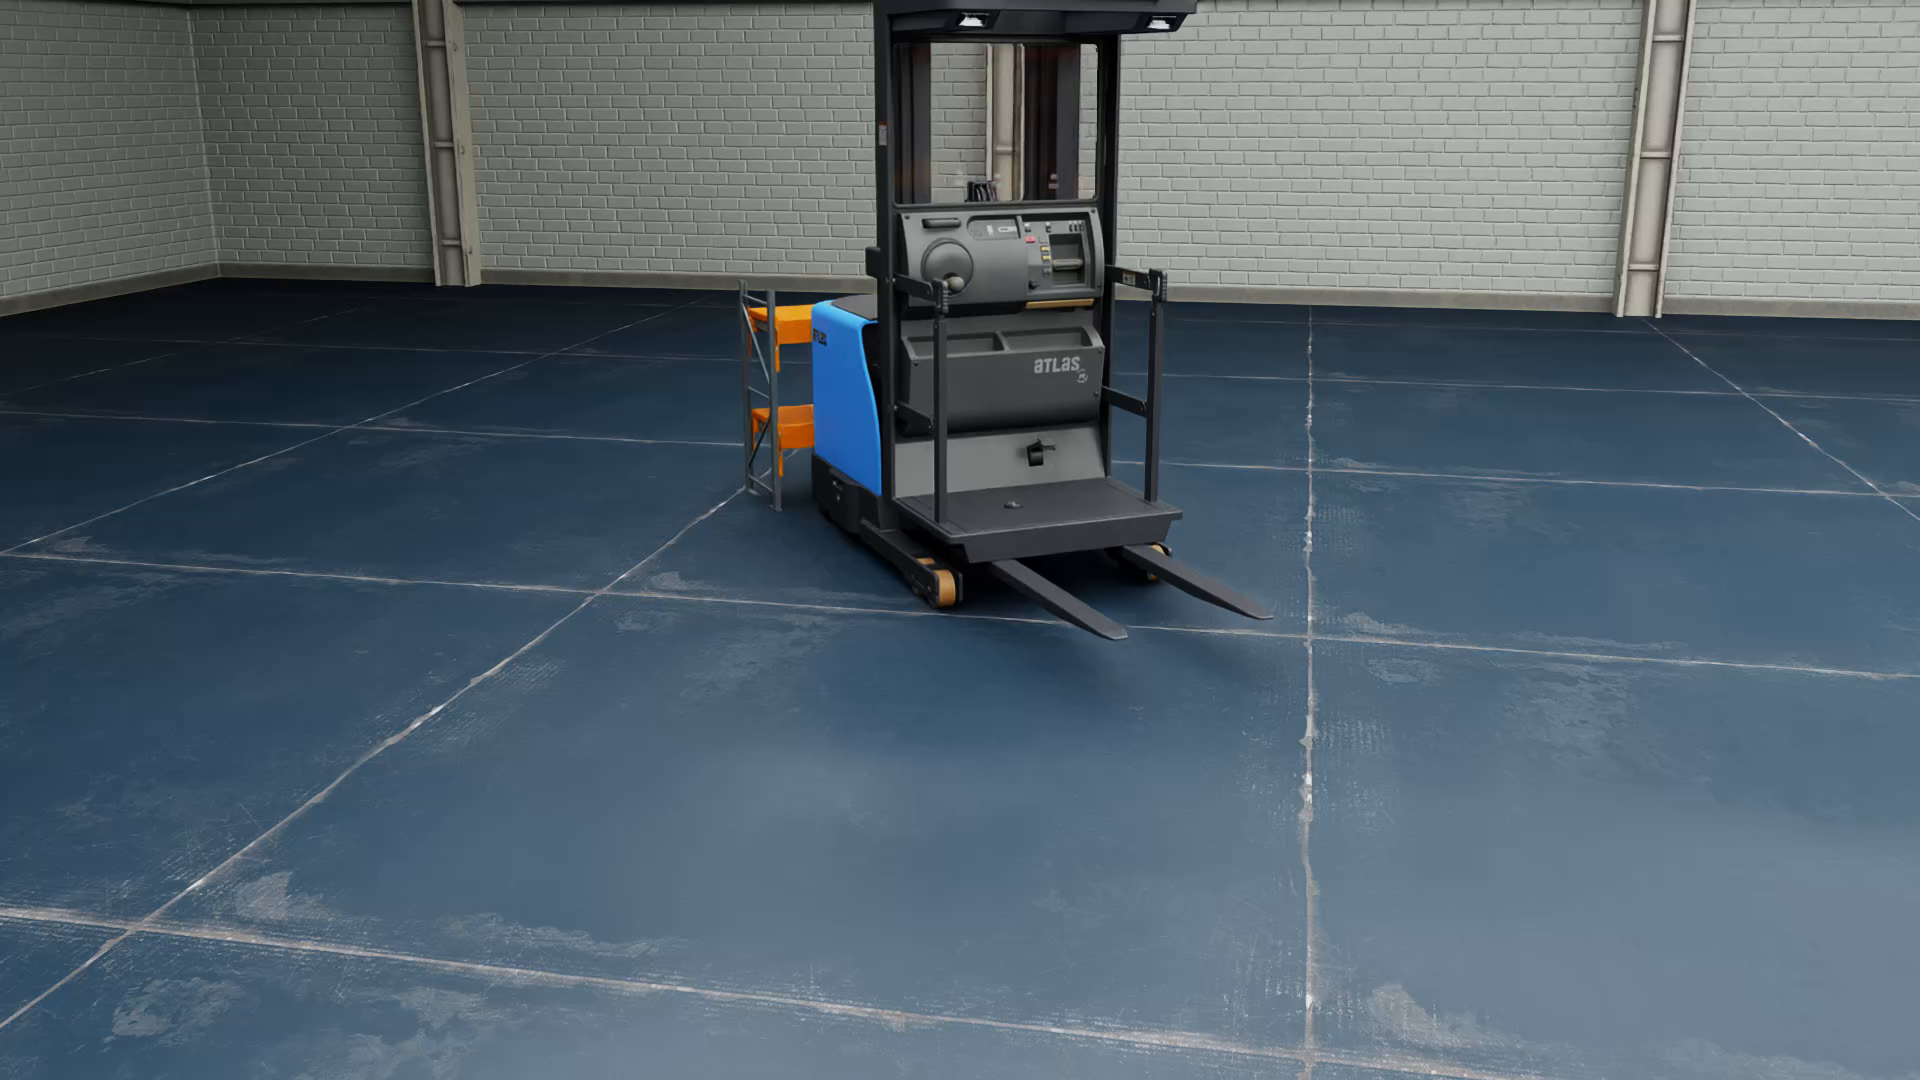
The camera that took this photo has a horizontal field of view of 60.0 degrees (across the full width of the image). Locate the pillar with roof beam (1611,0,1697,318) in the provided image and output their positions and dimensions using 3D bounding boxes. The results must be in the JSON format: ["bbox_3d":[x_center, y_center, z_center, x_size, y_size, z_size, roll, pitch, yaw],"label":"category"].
[{"bbox_3d":[5.498,-5.328,10.368,0.400,9.000,9.100,3,16,11],"label":"pillar with roof beam"}]

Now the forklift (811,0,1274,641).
[{"bbox_3d":[0.276,-1.254,7.027,1.130,2.935,3.031,-6,17,-22],"label":"forklift"}]

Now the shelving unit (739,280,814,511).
[{"bbox_3d":[-0.575,-0.810,8.810,1.048,1.125,0.538,-7,17,-24],"label":"shelving unit"}]

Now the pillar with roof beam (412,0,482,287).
[{"bbox_3d":[-6.261,-5.966,12.673,0.400,9.000,9.100,3,16,11],"label":"pillar with roof beam"}]

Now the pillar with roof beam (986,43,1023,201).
[{"bbox_3d":[-0.381,-5.647,11.520,0.400,9.000,9.100,3,16,11],"label":"pillar with roof beam"}]

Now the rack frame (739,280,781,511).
[{"bbox_3d":[-1.037,-0.754,8.605,0.032,1.125,0.500,-7,17,-24],"label":"rack frame"}]

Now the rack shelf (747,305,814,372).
[{"bbox_3d":[-0.575,-1.092,8.732,1.000,0.278,0.538,-7,17,-24],"label":"rack shelf"}]

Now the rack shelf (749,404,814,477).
[{"bbox_3d":[-0.575,-0.575,8.875,1.000,0.278,0.538,-7,17,-24],"label":"rack shelf"}]
